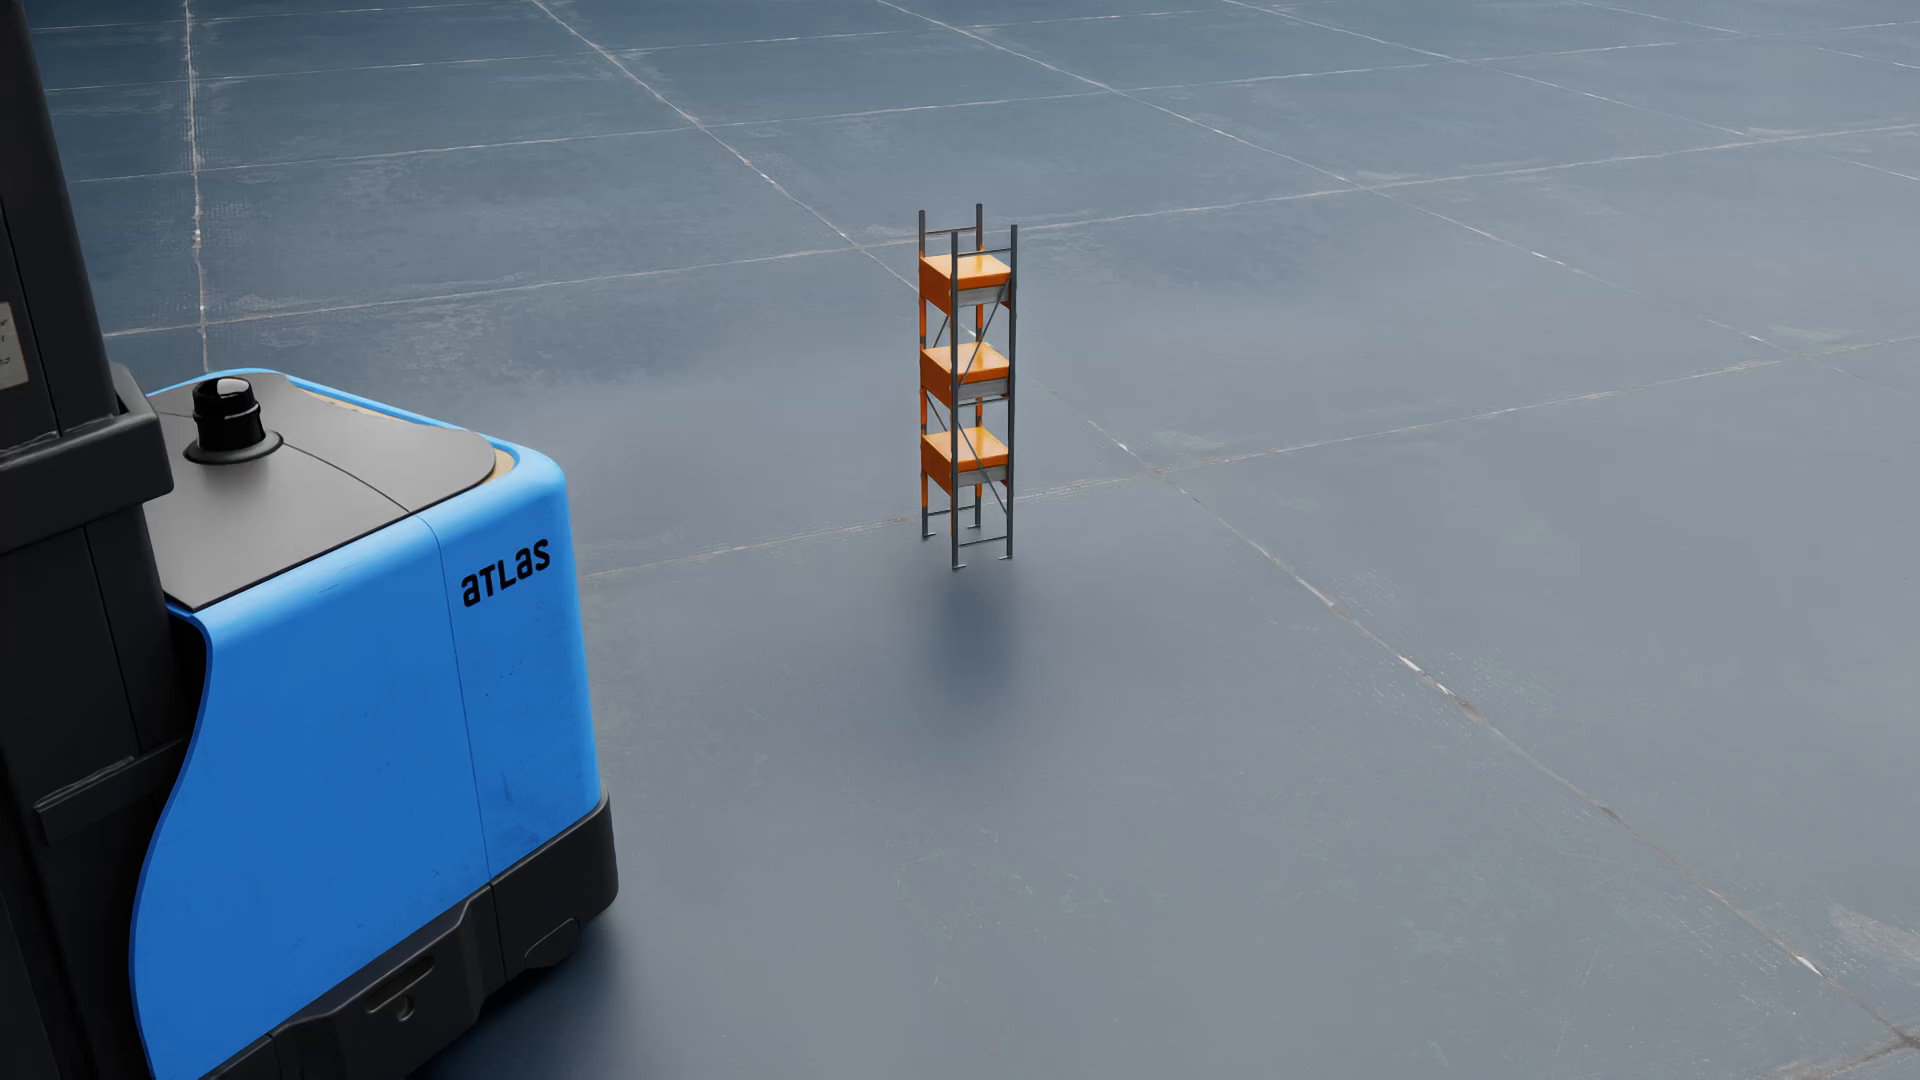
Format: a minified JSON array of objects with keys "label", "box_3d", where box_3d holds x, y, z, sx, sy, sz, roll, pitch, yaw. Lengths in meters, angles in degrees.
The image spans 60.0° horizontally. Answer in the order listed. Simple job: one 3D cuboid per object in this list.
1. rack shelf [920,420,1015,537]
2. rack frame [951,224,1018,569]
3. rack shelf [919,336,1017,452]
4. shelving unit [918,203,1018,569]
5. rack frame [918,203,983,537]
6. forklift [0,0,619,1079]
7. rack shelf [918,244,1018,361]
[{"label":"rack shelf","box_3d":[0.021,-0.191,5.102,0.215,0.259,0.240,-11,28,-21]},{"label":"rack frame","box_3d":[0.069,-0.401,4.875,0.200,1.050,0.008,-11,28,-21]},{"label":"rack shelf","box_3d":[0.021,-0.441,4.980,0.215,0.259,0.240,-11,28,-21]},{"label":"shelving unit","box_3d":[0.021,-0.450,4.975,0.215,1.050,0.252,-11,28,-21]},{"label":"rack frame","box_3d":[-0.027,-0.499,5.076,0.200,1.050,0.008,-11,28,-21]},{"label":"forklift","box_3d":[-1.961,-0.087,2.087,1.130,2.935,3.031,16,30,30]},{"label":"rack shelf","box_3d":[0.021,-0.696,4.856,0.215,0.259,0.240,-11,28,-21]}]
